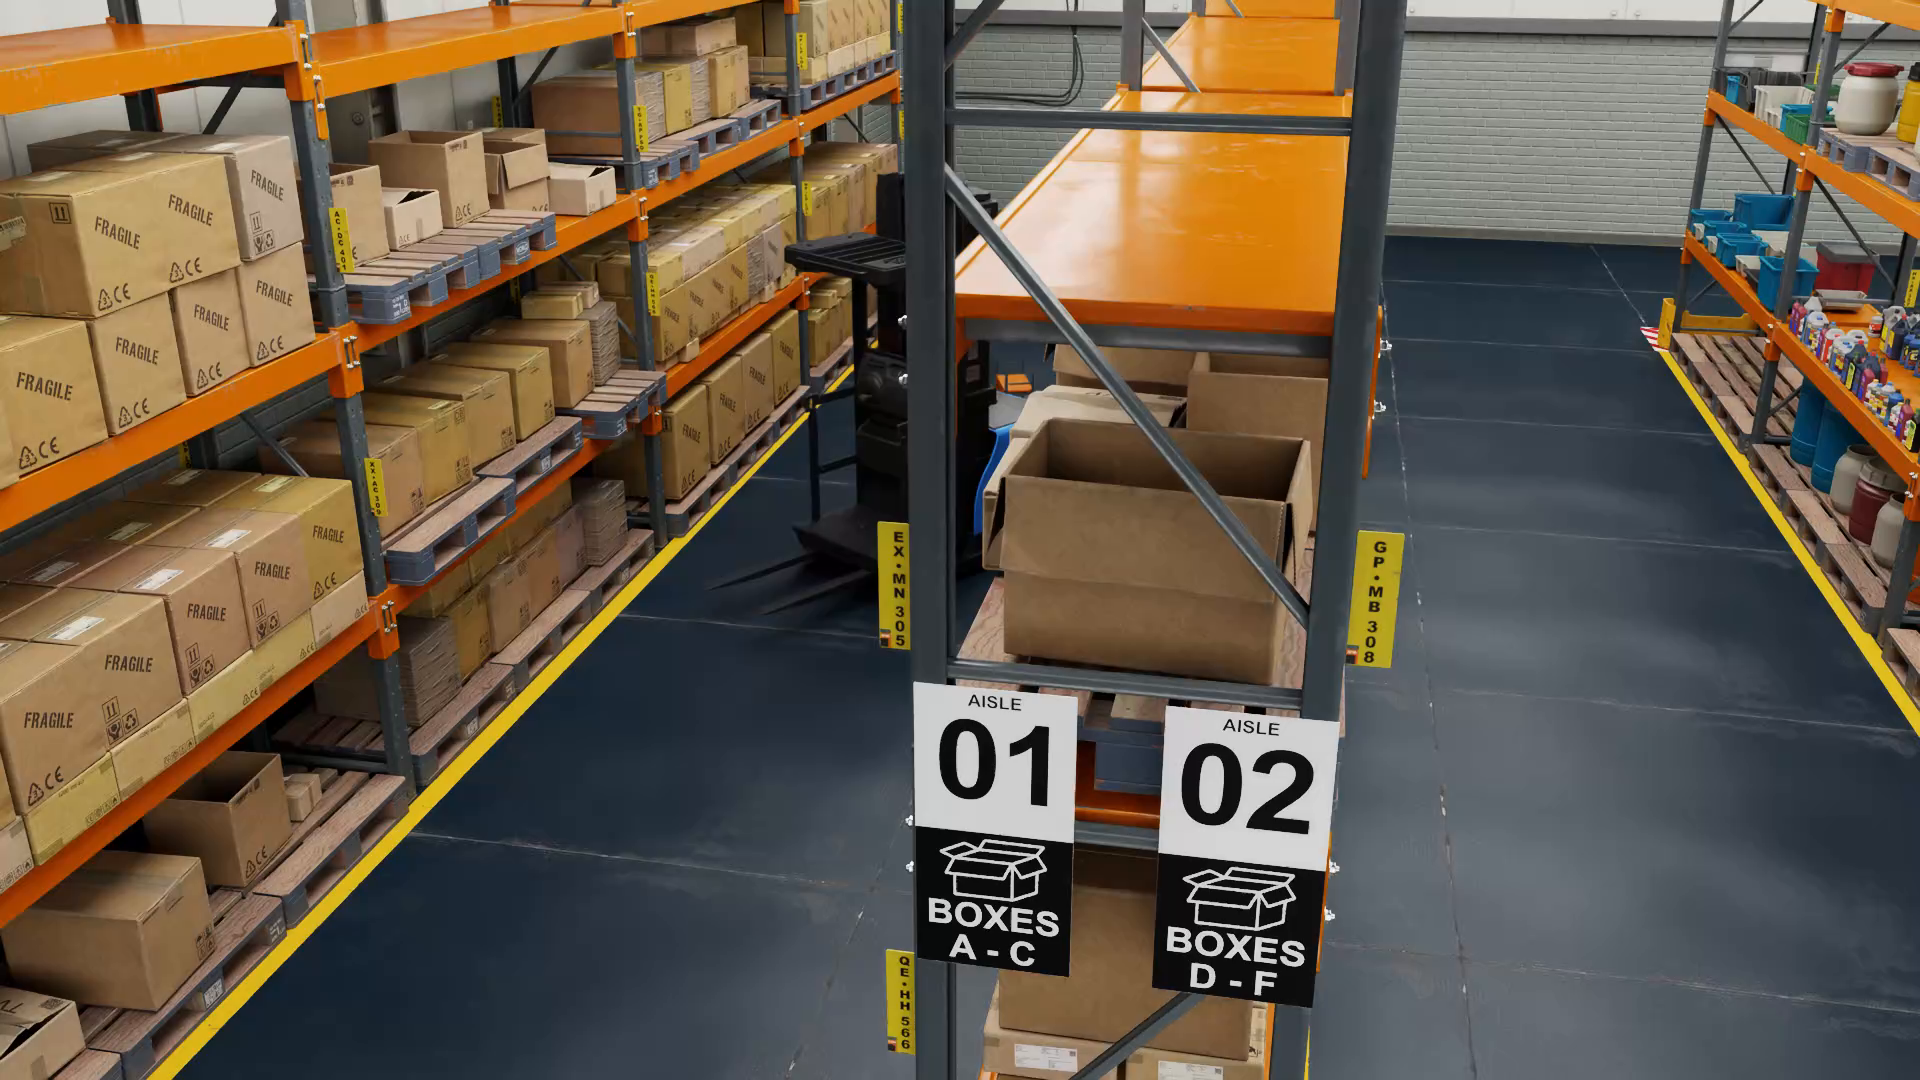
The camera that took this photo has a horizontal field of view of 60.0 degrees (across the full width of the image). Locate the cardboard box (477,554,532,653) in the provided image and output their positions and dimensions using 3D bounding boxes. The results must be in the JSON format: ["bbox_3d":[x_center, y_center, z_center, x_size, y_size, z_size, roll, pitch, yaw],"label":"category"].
[{"bbox_3d":[-3.317,0.393,11.120,0.700,0.500,0.500,5,22,12],"label":"cardboard box"}]

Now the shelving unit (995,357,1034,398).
[{"bbox_3d":[0.453,-0.882,13.938,0.258,1.200,0.503,-3,22,-7],"label":"shelving unit"}]

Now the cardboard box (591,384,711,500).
[{"bbox_3d":[-2.556,-0.835,13.727,0.750,0.750,0.750,4,22,10],"label":"cardboard box"}]

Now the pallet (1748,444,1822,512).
[{"bbox_3d":[7.482,-0.514,14.346,1.003,0.211,1.213,4,22,11],"label":"pallet"}]

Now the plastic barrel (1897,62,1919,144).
[{"bbox_3d":[7.693,-3.410,12.977,0.600,0.588,0.600,0,22,0],"label":"plastic barrel"}]

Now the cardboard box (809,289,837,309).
[{"bbox_3d":[-1.517,-2.555,17.597,0.380,0.149,0.250,5,23,13],"label":"cardboard box"}]

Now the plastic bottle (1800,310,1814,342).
[{"bbox_3d":[7.135,-1.797,13.972,0.097,0.271,0.097,0,22,0],"label":"plastic bottle"}]

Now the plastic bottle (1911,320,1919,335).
[{"bbox_3d":[7.776,-1.635,13.463,0.144,0.351,0.185,4,22,11],"label":"plastic bottle"}]

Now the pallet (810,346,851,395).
[{"bbox_3d":[-1.786,-1.820,17.590,1.003,0.211,1.213,4,22,11],"label":"pallet"}]

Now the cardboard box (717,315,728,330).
[{"bbox_3d":[-2.238,-1.936,14.454,0.380,0.149,0.250,5,22,11],"label":"cardboard box"}]

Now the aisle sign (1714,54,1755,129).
[{"bbox_3d":[8.221,-4.804,17.787,0.394,0.787,0.004,4,22,11],"label":"aisle sign"}]

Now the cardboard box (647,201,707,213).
[{"bbox_3d":[-2.565,-2.859,14.874,0.500,0.250,0.500,4,22,9],"label":"cardboard box"}]

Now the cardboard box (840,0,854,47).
[{"bbox_3d":[-1.404,-5.361,17.136,0.500,0.500,0.500,5,22,11],"label":"cardboard box"}]

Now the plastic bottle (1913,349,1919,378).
[{"bbox_3d":[7.538,-1.408,13.007,0.097,0.271,0.097,0,22,0],"label":"plastic bottle"}]

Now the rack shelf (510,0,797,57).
[{"bbox_3d":[-2.426,-4.374,13.666,1.077,0.370,4.000,4,22,11],"label":"rack shelf"}]

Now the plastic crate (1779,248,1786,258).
[{"bbox_3d":[8.359,-2.824,16.624,0.298,0.136,0.250,4,22,11],"label":"plastic crate"}]

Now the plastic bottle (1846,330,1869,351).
[{"bbox_3d":[7.173,-1.538,13.324,0.152,0.276,0.135,4,22,11],"label":"plastic bottle"}]

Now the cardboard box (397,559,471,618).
[{"bbox_3d":[-3.430,0.260,10.446,0.500,0.250,0.500,4,22,10],"label":"cardboard box"}]

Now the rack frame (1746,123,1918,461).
[{"bbox_3d":[7.680,-2.086,14.518,1.000,3.000,0.127,4,22,11],"label":"rack frame"}]

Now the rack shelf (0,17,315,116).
[{"bbox_3d":[-4.059,-1.632,6.327,1.077,0.370,4.000,4,22,11],"label":"rack shelf"}]

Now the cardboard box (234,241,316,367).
[{"bbox_3d":[-3.512,-1.158,8.038,0.500,0.500,0.500,5,22,12],"label":"cardboard box"}]

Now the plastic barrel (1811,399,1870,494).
[{"bbox_3d":[7.408,-0.851,13.698,0.600,0.901,0.708,4,22,11],"label":"plastic barrel"}]

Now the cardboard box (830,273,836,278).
[{"bbox_3d":[-1.622,-3.068,18.871,0.380,0.149,0.250,5,22,12],"label":"cardboard box"}]

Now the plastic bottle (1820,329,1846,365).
[{"bbox_3d":[7.024,-1.550,13.352,0.152,0.276,0.135,4,22,11],"label":"plastic bottle"}]

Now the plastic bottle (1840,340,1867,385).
[{"bbox_3d":[6.901,-1.370,12.807,0.144,0.351,0.185,4,22,11],"label":"plastic bottle"}]

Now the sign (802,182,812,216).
[{"bbox_3d":[-1.485,-3.304,16.098,0.100,0.325,0.005,4,22,11],"label":"sign"}]

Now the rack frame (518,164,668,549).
[{"bbox_3d":[-2.834,-1.378,12.761,1.000,3.000,0.127,4,22,11],"label":"rack frame"}]

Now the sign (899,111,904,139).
[{"bbox_3d":[-0.674,-4.905,19.650,0.100,0.325,0.005,4,22,11],"label":"sign"}]

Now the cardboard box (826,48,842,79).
[{"bbox_3d":[-1.501,-4.822,16.802,0.500,0.250,0.500,4,22,10],"label":"cardboard box"}]

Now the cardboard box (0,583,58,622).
[{"bbox_3d":[-4.262,0.514,7.232,0.500,0.500,0.500,5,22,12],"label":"cardboard box"}]

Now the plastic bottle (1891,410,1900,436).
[{"bbox_3d":[6.618,-0.837,11.682,0.097,0.201,0.097,0,22,0],"label":"plastic bottle"}]

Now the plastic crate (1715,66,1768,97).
[{"bbox_3d":[8.145,-4.760,17.318,0.497,0.269,0.590,4,22,11],"label":"plastic crate"}]

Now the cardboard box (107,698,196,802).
[{"bbox_3d":[-3.749,0.892,7.298,0.500,0.250,0.500,5,22,11],"label":"cardboard box"}]

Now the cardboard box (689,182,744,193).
[{"bbox_3d":[-2.367,-3.234,15.807,0.500,0.250,0.500,5,23,13],"label":"cardboard box"}]

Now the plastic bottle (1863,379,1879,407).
[{"bbox_3d":[6.757,-1.086,12.301,0.097,0.201,0.097,0,22,0],"label":"plastic bottle"}]

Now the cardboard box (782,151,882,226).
[{"bbox_3d":[-1.434,-3.989,18.842,0.980,0.700,0.700,4,22,10],"label":"cardboard box"}]

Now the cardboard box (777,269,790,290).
[{"bbox_3d":[-1.838,-2.495,15.842,0.380,0.149,0.250,5,22,12],"label":"cardboard box"}]

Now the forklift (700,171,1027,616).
[{"bbox_3d":[-0.568,-1.126,12.225,1.130,2.935,3.031,20,29,40],"label":"forklift"}]

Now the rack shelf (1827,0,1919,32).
[{"bbox_3d":[7.272,-3.618,11.791,1.077,0.370,4.000,4,22,11],"label":"rack shelf"}]

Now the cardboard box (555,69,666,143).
[{"bbox_3d":[-2.735,-3.400,13.042,0.700,0.500,0.500,3,22,8],"label":"cardboard box"}]

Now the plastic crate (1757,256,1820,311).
[{"bbox_3d":[7.442,-2.303,14.999,0.392,0.384,0.575,4,22,11],"label":"plastic crate"}]

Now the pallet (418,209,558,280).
[{"bbox_3d":[-3.212,-1.817,10.086,1.213,0.211,1.003,4,22,11],"label":"pallet"}]

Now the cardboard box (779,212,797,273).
[{"bbox_3d":[-1.866,-2.847,15.849,0.500,0.500,0.500,4,22,10],"label":"cardboard box"}]

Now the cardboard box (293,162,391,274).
[{"bbox_3d":[-3.461,-1.742,8.953,0.500,0.500,0.500,8,23,19],"label":"cardboard box"}]

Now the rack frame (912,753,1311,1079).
[{"bbox_3d":[0.383,1.924,4.562,1.000,3.000,0.127,4,22,11],"label":"rack frame"}]

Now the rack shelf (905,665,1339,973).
[{"bbox_3d":[0.792,0.134,5.952,1.077,0.370,4.000,4,22,11],"label":"rack shelf"}]

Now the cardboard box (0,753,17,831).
[{"bbox_3d":[-3.965,0.928,6.204,0.500,0.500,0.500,5,22,11],"label":"cardboard box"}]

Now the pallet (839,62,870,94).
[{"bbox_3d":[-1.590,-4.935,17.695,1.003,0.211,1.213,4,22,11],"label":"pallet"}]

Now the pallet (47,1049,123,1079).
[{"bbox_3d":[-4.251,2.519,6.818,1.003,0.211,1.213,4,22,11],"label":"pallet"}]

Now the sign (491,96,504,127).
[{"bbox_3d":[-3.376,-3.092,12.202,0.100,0.325,0.005,4,22,11],"label":"sign"}]

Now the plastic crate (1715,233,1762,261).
[{"bbox_3d":[7.855,-2.952,16.813,0.416,0.233,0.300,4,22,11],"label":"plastic crate"}]

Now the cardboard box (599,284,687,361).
[{"bbox_3d":[-2.485,-1.730,13.076,0.500,0.500,0.500,5,22,13],"label":"cardboard box"}]

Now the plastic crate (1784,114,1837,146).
[{"bbox_3d":[7.471,-3.557,14.439,0.450,0.188,0.662,4,22,11],"label":"plastic crate"}]

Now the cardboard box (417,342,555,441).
[{"bbox_3d":[-3.153,-0.999,11.096,0.700,0.500,0.500,4,22,11],"label":"cardboard box"}]

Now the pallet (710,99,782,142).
[{"bbox_3d":[-2.157,-3.805,15.027,0.805,0.209,1.217,4,22,9],"label":"pallet"}]

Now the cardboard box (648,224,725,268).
[{"bbox_3d":[-2.282,-2.446,13.850,0.500,0.250,0.500,5,22,11],"label":"cardboard box"}]

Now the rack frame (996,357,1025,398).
[{"bbox_3d":[0.422,-0.973,14.163,0.240,1.200,0.015,-3,22,-7],"label":"rack frame"}]

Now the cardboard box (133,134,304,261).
[{"bbox_3d":[-3.487,-1.623,7.853,0.500,0.500,0.500,3,22,6],"label":"cardboard box"}]
